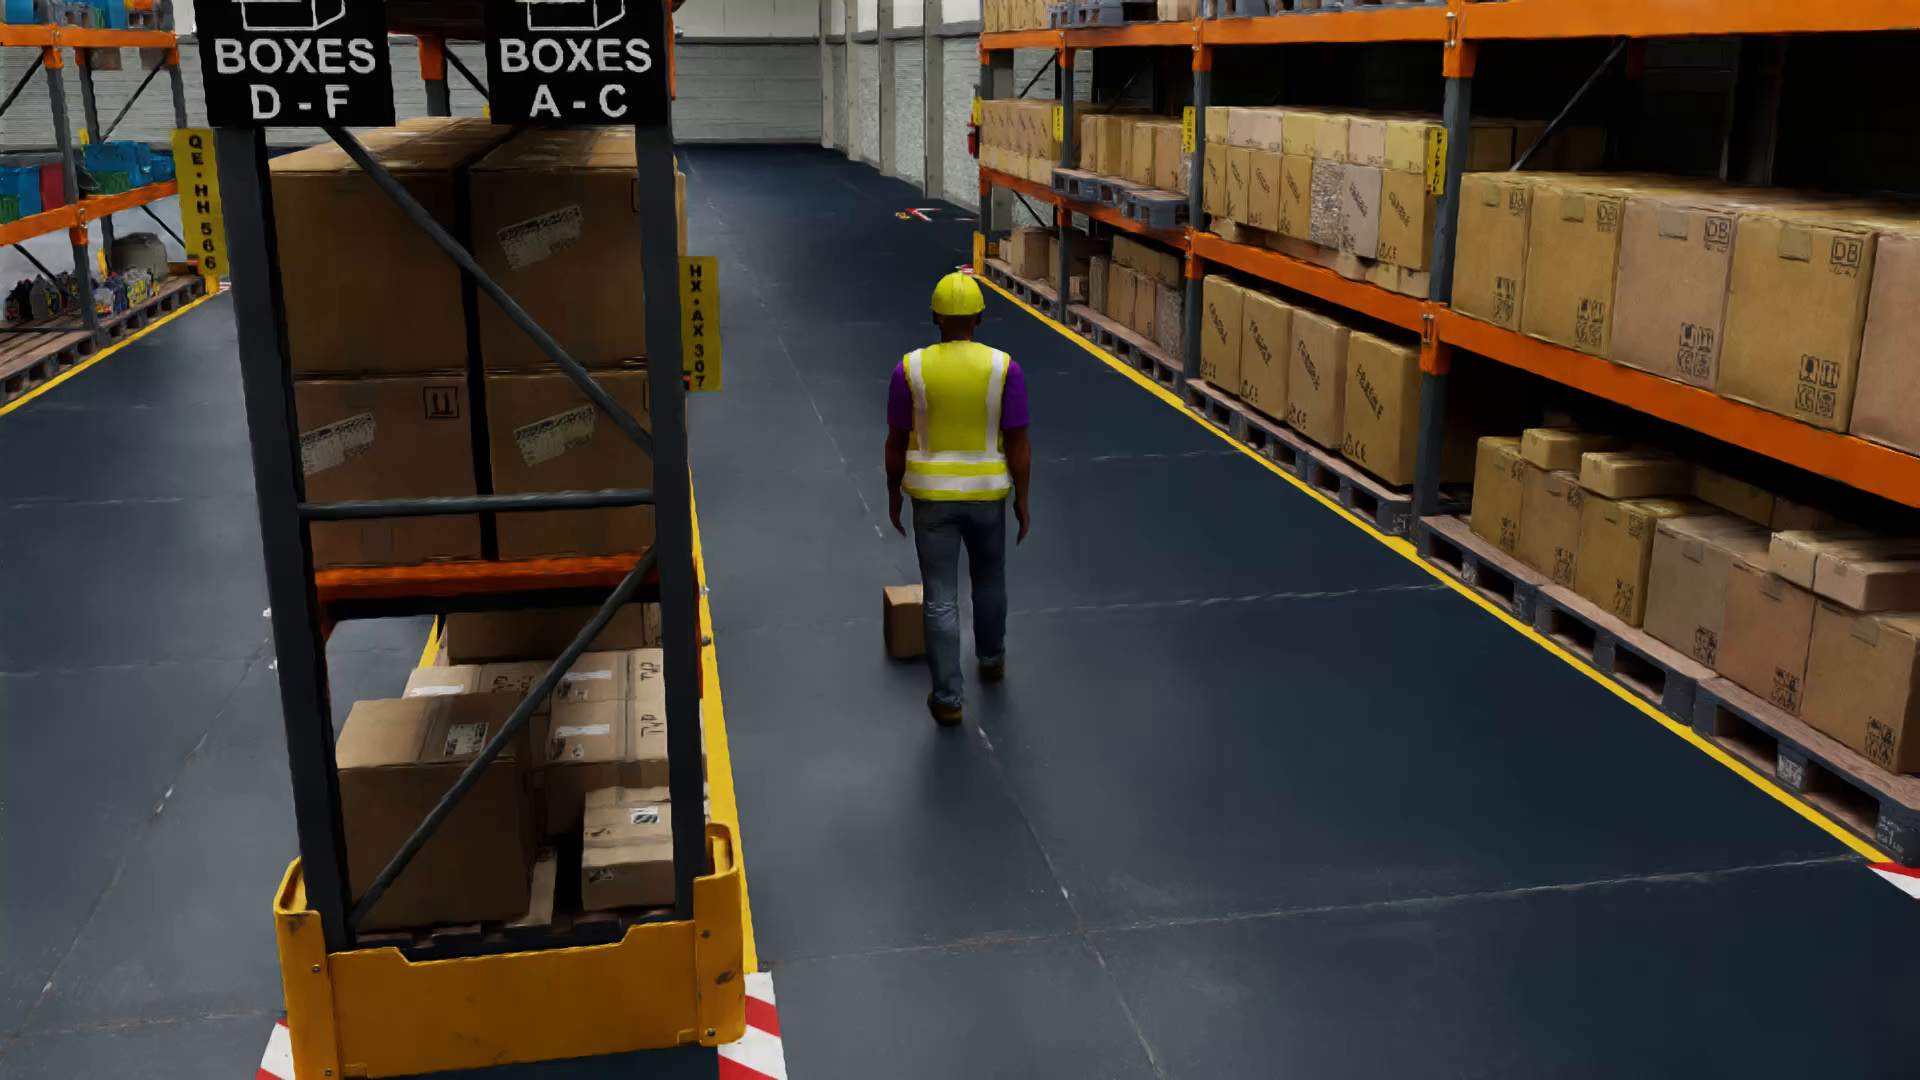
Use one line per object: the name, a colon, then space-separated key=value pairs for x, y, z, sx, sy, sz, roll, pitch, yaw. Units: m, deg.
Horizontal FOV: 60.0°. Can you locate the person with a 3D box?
person: x=-0.022 y=-0.220 z=6.719 sx=0.568 sy=1.746 sz=0.789 roll=-1 pitch=16 yaw=-5
